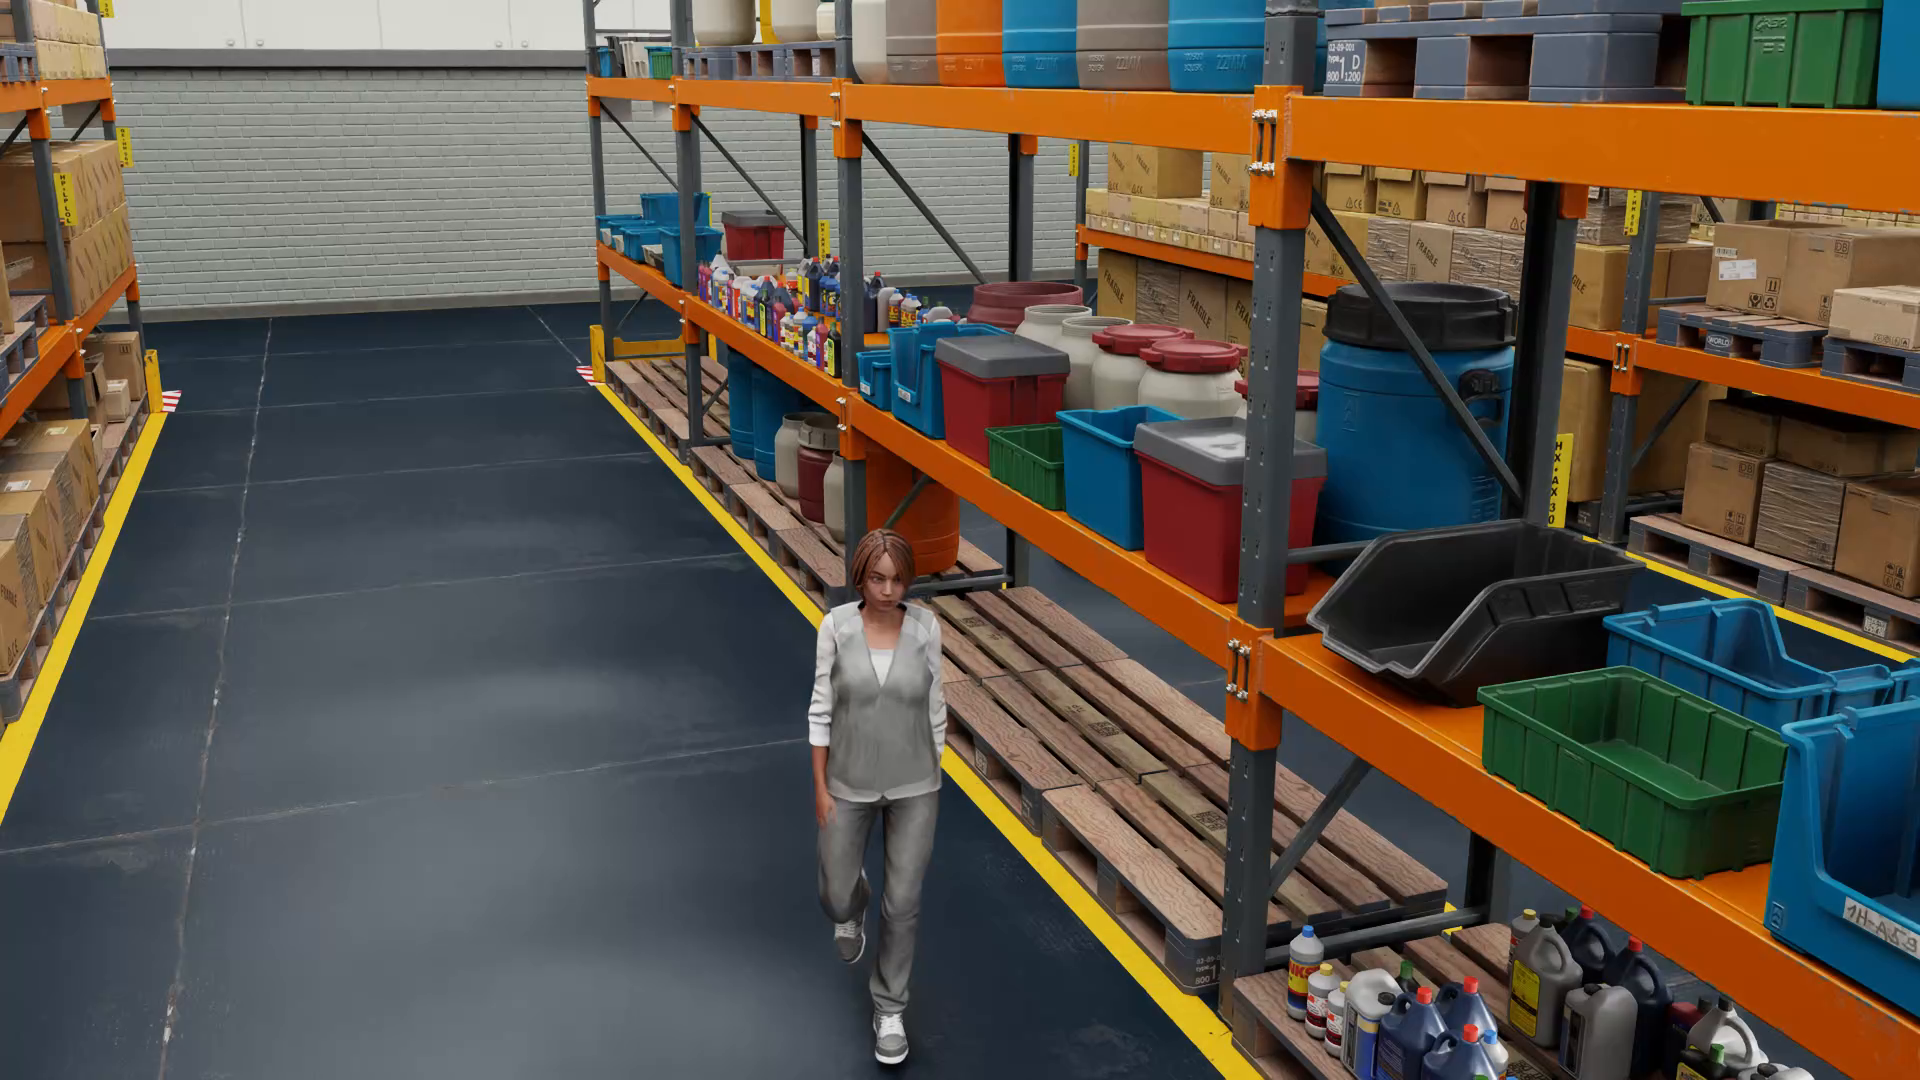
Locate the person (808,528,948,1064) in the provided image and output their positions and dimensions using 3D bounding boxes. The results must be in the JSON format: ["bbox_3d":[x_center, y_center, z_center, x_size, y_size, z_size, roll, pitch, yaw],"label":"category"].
[{"bbox_3d":[-0.242,0.723,4.985,0.410,1.583,0.614,-1,16,-3],"label":"person"}]
